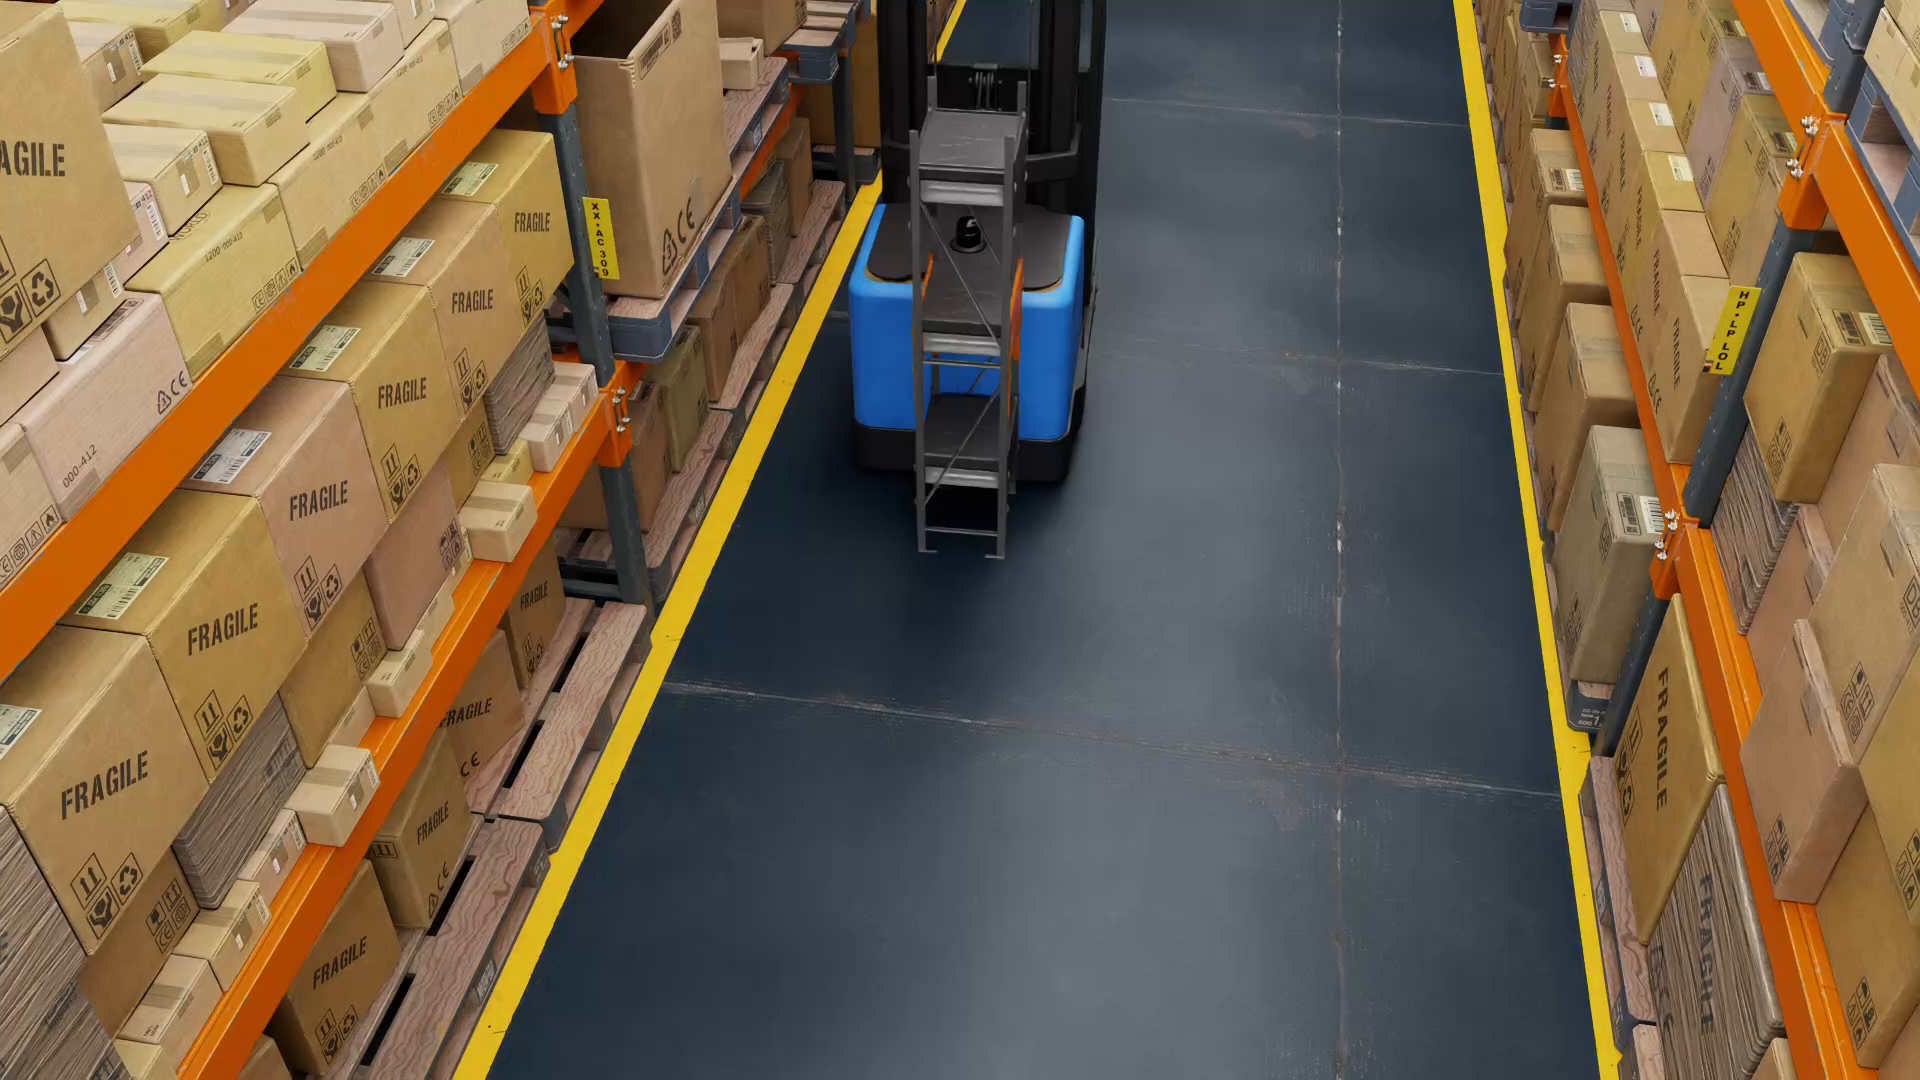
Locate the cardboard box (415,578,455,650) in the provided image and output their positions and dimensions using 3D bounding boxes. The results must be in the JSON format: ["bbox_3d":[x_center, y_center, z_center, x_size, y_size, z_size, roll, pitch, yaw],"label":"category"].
[{"bbox_3d":[-1.854,0.229,5.316,0.380,0.149,0.250,6,40,8],"label":"cardboard box"}]

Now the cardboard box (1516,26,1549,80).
[{"bbox_3d":[3.655,-2.978,10.042,0.500,0.250,0.500,7,40,8],"label":"cardboard box"}]

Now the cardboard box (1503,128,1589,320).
[{"bbox_3d":[3.525,-1.637,8.812,1.050,0.750,0.750,6,40,7],"label":"cardboard box"}]

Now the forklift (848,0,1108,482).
[{"bbox_3d":[0.180,-2.344,8.285,1.130,2.935,3.031,5,40,6],"label":"forklift"}]

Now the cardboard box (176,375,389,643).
[{"bbox_3d":[-1.911,-0.099,4.419,0.500,0.500,0.500,6,40,8],"label":"cardboard box"}]

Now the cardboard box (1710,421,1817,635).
[{"bbox_3d":[2.974,-0.029,5.313,0.875,0.550,0.550,6,40,8],"label":"cardboard box"}]

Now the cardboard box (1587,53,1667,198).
[{"bbox_3d":[3.202,-1.865,7.573,0.500,0.500,0.500,6,40,8],"label":"cardboard box"}]

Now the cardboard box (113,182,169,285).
[{"bbox_3d":[-2.002,-0.677,3.666,0.380,0.149,0.250,6,40,7],"label":"cardboard box"}]

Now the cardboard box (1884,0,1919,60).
[{"bbox_3d":[2.666,-1.341,4.140,0.500,0.250,0.500,7,40,8],"label":"cardboard box"}]

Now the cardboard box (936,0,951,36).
[{"bbox_3d":[-0.702,-4.213,11.830,1.225,0.875,0.875,5,40,6],"label":"cardboard box"}]

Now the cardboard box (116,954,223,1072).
[{"bbox_3d":[-2.106,1.171,4.177,0.380,0.149,0.250,6,40,8],"label":"cardboard box"}]

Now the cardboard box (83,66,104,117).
[{"bbox_3d":[-2.390,-1.074,4.145,0.380,0.149,0.250,6,40,7],"label":"cardboard box"}]

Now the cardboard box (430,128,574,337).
[{"bbox_3d":[-1.648,-1.040,5.557,0.500,0.500,0.500,6,40,8],"label":"cardboard box"}]

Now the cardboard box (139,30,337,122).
[{"bbox_3d":[-1.847,-1.176,4.269,0.380,0.149,0.250,8,40,9],"label":"cardboard box"}]

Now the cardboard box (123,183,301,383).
[{"bbox_3d":[-1.938,-0.638,3.931,0.500,0.250,0.500,8,40,9],"label":"cardboard box"}]

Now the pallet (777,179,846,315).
[{"bbox_3d":[-1.286,-1.760,9.713,1.003,0.211,1.213,6,40,8],"label":"pallet"}]

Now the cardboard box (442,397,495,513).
[{"bbox_3d":[-2.101,-0.382,5.546,0.875,0.500,0.500,6,40,8],"label":"cardboard box"}]

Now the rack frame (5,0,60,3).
[{"bbox_3d":[-6.027,-3.871,10.078,1.000,3.000,0.127,6,40,8],"label":"rack frame"}]

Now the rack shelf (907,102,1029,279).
[{"bbox_3d":[0.037,-1.421,6.743,0.431,0.518,0.480,5,40,6],"label":"rack shelf"}]

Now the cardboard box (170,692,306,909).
[{"bbox_3d":[-2.314,0.565,4.401,0.875,0.500,0.500,6,40,8],"label":"cardboard box"}]

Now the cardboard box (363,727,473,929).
[{"bbox_3d":[-2.072,0.992,5.828,0.500,0.500,0.500,3,40,4],"label":"cardboard box"}]

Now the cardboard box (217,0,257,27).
[{"bbox_3d":[-2.248,-1.553,4.725,0.380,0.149,0.250,7,40,8],"label":"cardboard box"}]

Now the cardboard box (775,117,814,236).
[{"bbox_3d":[-1.245,-2.108,9.562,0.700,0.500,0.500,4,40,5],"label":"cardboard box"}]

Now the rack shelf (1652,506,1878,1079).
[{"bbox_3d":[2.680,1.328,4.354,1.077,0.370,4.000,6,40,8],"label":"rack shelf"}]

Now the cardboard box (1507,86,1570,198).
[{"bbox_3d":[3.575,-2.355,9.876,0.500,0.500,0.500,6,40,7],"label":"cardboard box"}]

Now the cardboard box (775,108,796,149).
[{"bbox_3d":[-1.235,-2.396,9.322,0.500,0.250,0.500,8,40,9],"label":"cardboard box"}]

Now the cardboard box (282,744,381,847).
[{"bbox_3d":[-1.894,0.710,4.735,0.380,0.149,0.250,6,40,8],"label":"cardboard box"}]

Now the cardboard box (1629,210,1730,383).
[{"bbox_3d":[2.941,-0.917,6.426,0.500,0.500,0.500,6,40,7],"label":"cardboard box"}]

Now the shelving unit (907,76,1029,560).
[{"bbox_3d":[0.037,-0.892,7.181,0.431,2.100,0.503,5,40,6],"label":"shelving unit"}]

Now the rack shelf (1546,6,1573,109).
[{"bbox_3d":[4.065,-3.692,10.426,1.077,0.370,4.000,6,40,8],"label":"rack shelf"}]

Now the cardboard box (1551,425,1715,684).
[{"bbox_3d":[3.045,0.102,6.709,1.050,0.750,0.750,6,40,7],"label":"cardboard box"}]

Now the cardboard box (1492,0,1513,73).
[{"bbox_3d":[3.854,-3.326,11.051,0.500,0.500,0.500,7,40,8],"label":"cardboard box"}]

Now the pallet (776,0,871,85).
[{"bbox_3d":[-1.167,-2.792,8.923,1.213,0.211,1.003,6,40,8],"label":"pallet"}]

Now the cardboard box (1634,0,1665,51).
[{"bbox_3d":[3.545,-2.540,7.605,0.700,0.500,0.500,6,40,7],"label":"cardboard box"}]

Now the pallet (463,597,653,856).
[{"bbox_3d":[-1.923,0.686,6.755,1.003,0.211,1.213,6,40,8],"label":"pallet"}]

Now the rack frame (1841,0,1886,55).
[{"bbox_3d":[3.026,-2.516,3.731,1.000,3.000,0.127,6,40,8],"label":"rack frame"}]

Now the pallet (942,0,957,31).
[{"bbox_3d":[-0.516,-4.268,12.746,1.003,0.211,1.213,6,40,8],"label":"pallet"}]

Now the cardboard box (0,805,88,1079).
[{"bbox_3d":[-2.170,0.842,3.280,0.500,0.500,0.500,6,40,8],"label":"cardboard box"}]

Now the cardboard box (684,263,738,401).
[{"bbox_3d":[-1.516,-1.052,8.285,0.700,0.500,0.500,3,40,4],"label":"cardboard box"}]

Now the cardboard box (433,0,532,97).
[{"bbox_3d":[-1.663,-1.598,5.092,0.500,0.250,0.500,8,40,9],"label":"cardboard box"}]

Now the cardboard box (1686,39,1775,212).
[{"bbox_3d":[3.281,-1.580,6.444,0.700,0.500,0.500,7,40,8],"label":"cardboard box"}]

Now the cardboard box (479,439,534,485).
[{"bbox_3d":[-1.744,-0.244,5.888,0.380,0.149,0.250,6,40,8],"label":"cardboard box"}]

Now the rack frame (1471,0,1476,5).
[{"bbox_3d":[4.411,-5.225,11.715,1.000,3.000,0.127,6,40,8],"label":"rack frame"}]

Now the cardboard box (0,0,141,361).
[{"bbox_3d":[-2.011,-0.708,3.194,0.500,0.500,0.500,6,40,7],"label":"cardboard box"}]

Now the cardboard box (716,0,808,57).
[{"bbox_3d":[-1.201,-2.820,8.399,0.700,0.500,0.500,12,41,14],"label":"cardboard box"}]

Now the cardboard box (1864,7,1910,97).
[{"bbox_3d":[2.629,-1.273,4.370,0.380,0.149,0.250,6,40,7],"label":"cardboard box"}]

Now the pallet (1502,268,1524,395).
[{"bbox_3d":[3.508,-1.153,8.979,1.003,0.211,1.213,6,40,8],"label":"pallet"}]

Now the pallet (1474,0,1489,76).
[{"bbox_3d":[4.277,-3.661,12.013,1.003,0.211,1.213,6,40,8],"label":"pallet"}]

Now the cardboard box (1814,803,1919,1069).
[{"bbox_3d":[2.699,0.988,4.083,0.875,0.550,0.500,6,40,8],"label":"cardboard box"}]

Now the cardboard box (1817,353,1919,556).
[{"bbox_3d":[2.948,-0.092,4.542,0.875,0.550,0.550,6,40,8],"label":"cardboard box"}]

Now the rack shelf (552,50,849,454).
[{"bbox_3d":[-1.495,-1.792,8.128,1.077,0.370,4.000,6,40,8],"label":"rack shelf"}]

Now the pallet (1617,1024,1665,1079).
[{"bbox_3d":[2.609,2.107,5.036,1.003,0.211,1.213,6,40,8],"label":"pallet"}]

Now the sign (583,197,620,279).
[{"bbox_3d":[-1.306,-1.093,6.038,0.100,0.325,0.005,6,40,8],"label":"sign"}]

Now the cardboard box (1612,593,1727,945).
[{"bbox_3d":[2.849,0.840,5.718,0.875,0.875,0.875,7,40,8],"label":"cardboard box"}]
